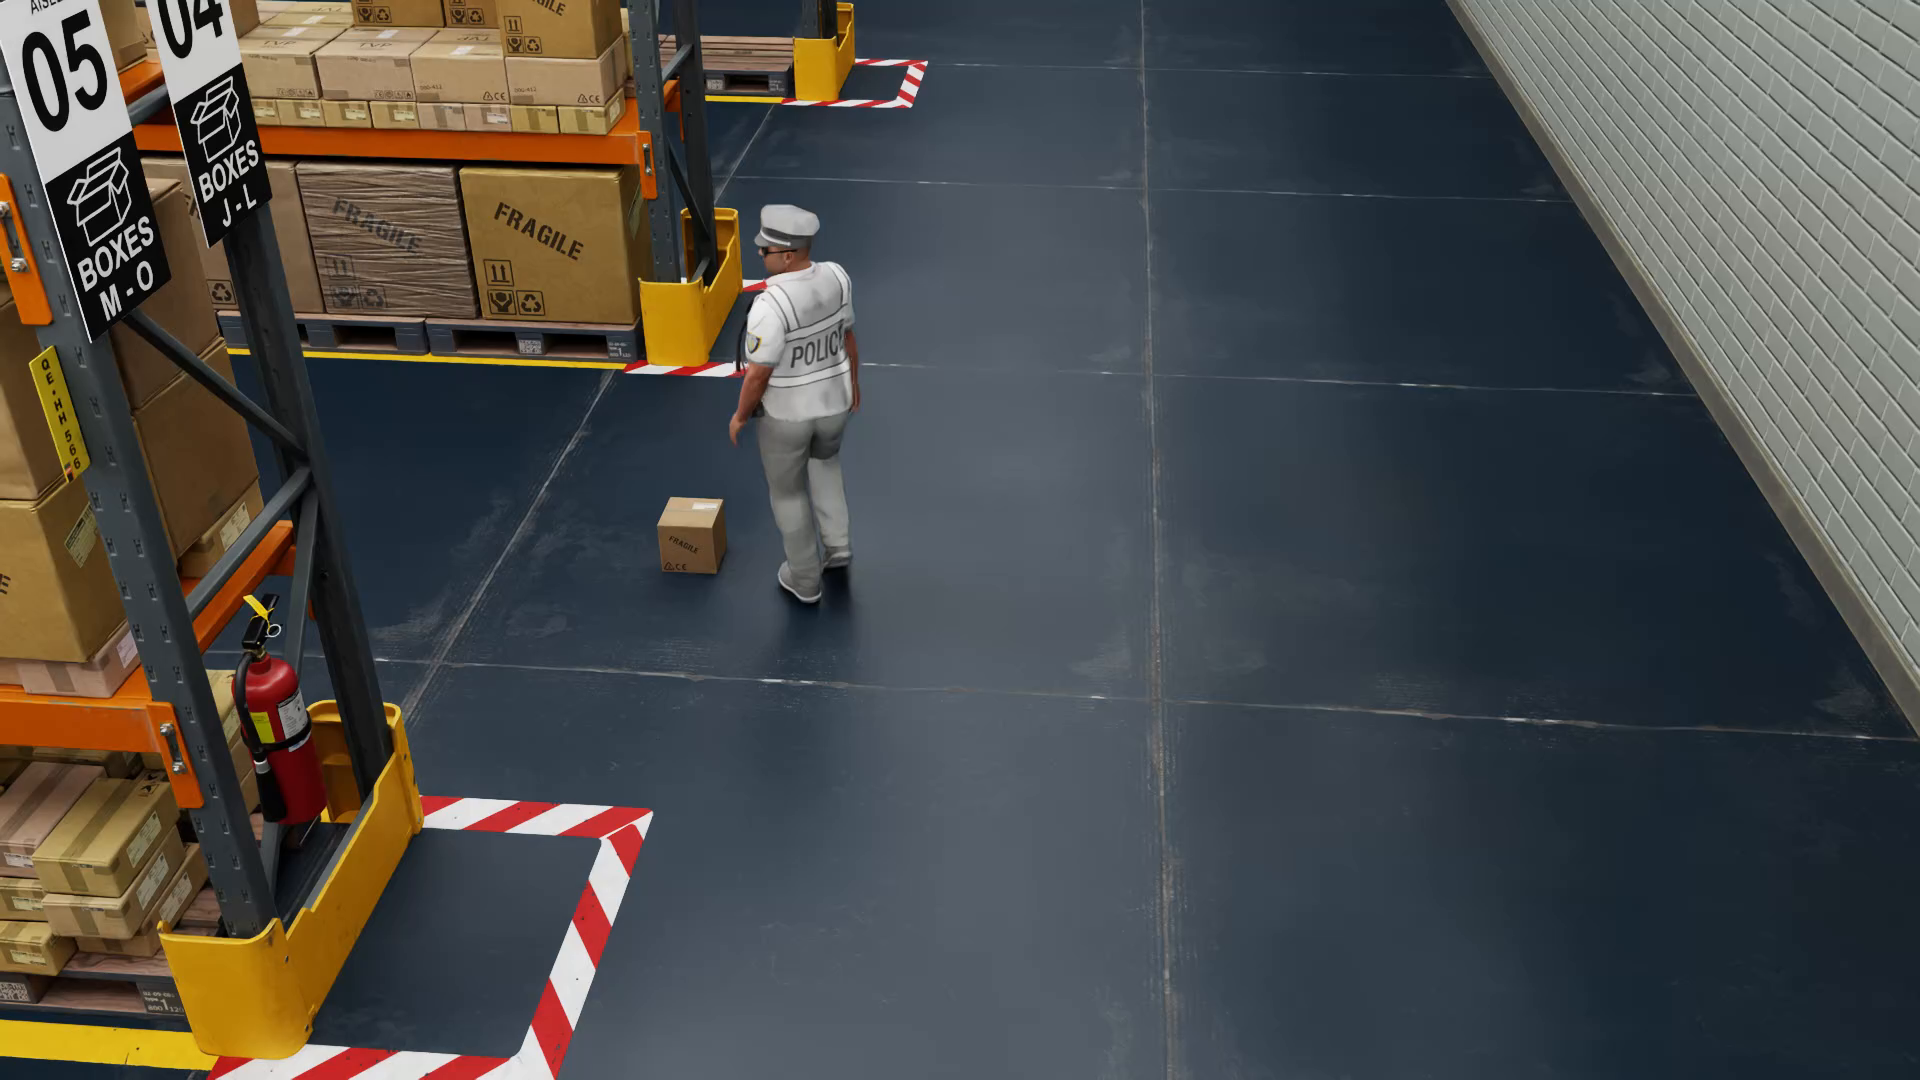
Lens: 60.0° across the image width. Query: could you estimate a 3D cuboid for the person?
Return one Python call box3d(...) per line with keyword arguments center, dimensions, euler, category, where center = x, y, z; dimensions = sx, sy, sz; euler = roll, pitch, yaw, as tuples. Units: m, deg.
box3d(center=(-0.661, -0.559, 7.055), dimensions=(0.651, 1.805, 0.448), euler=(-21, 38, -31), category="person")
